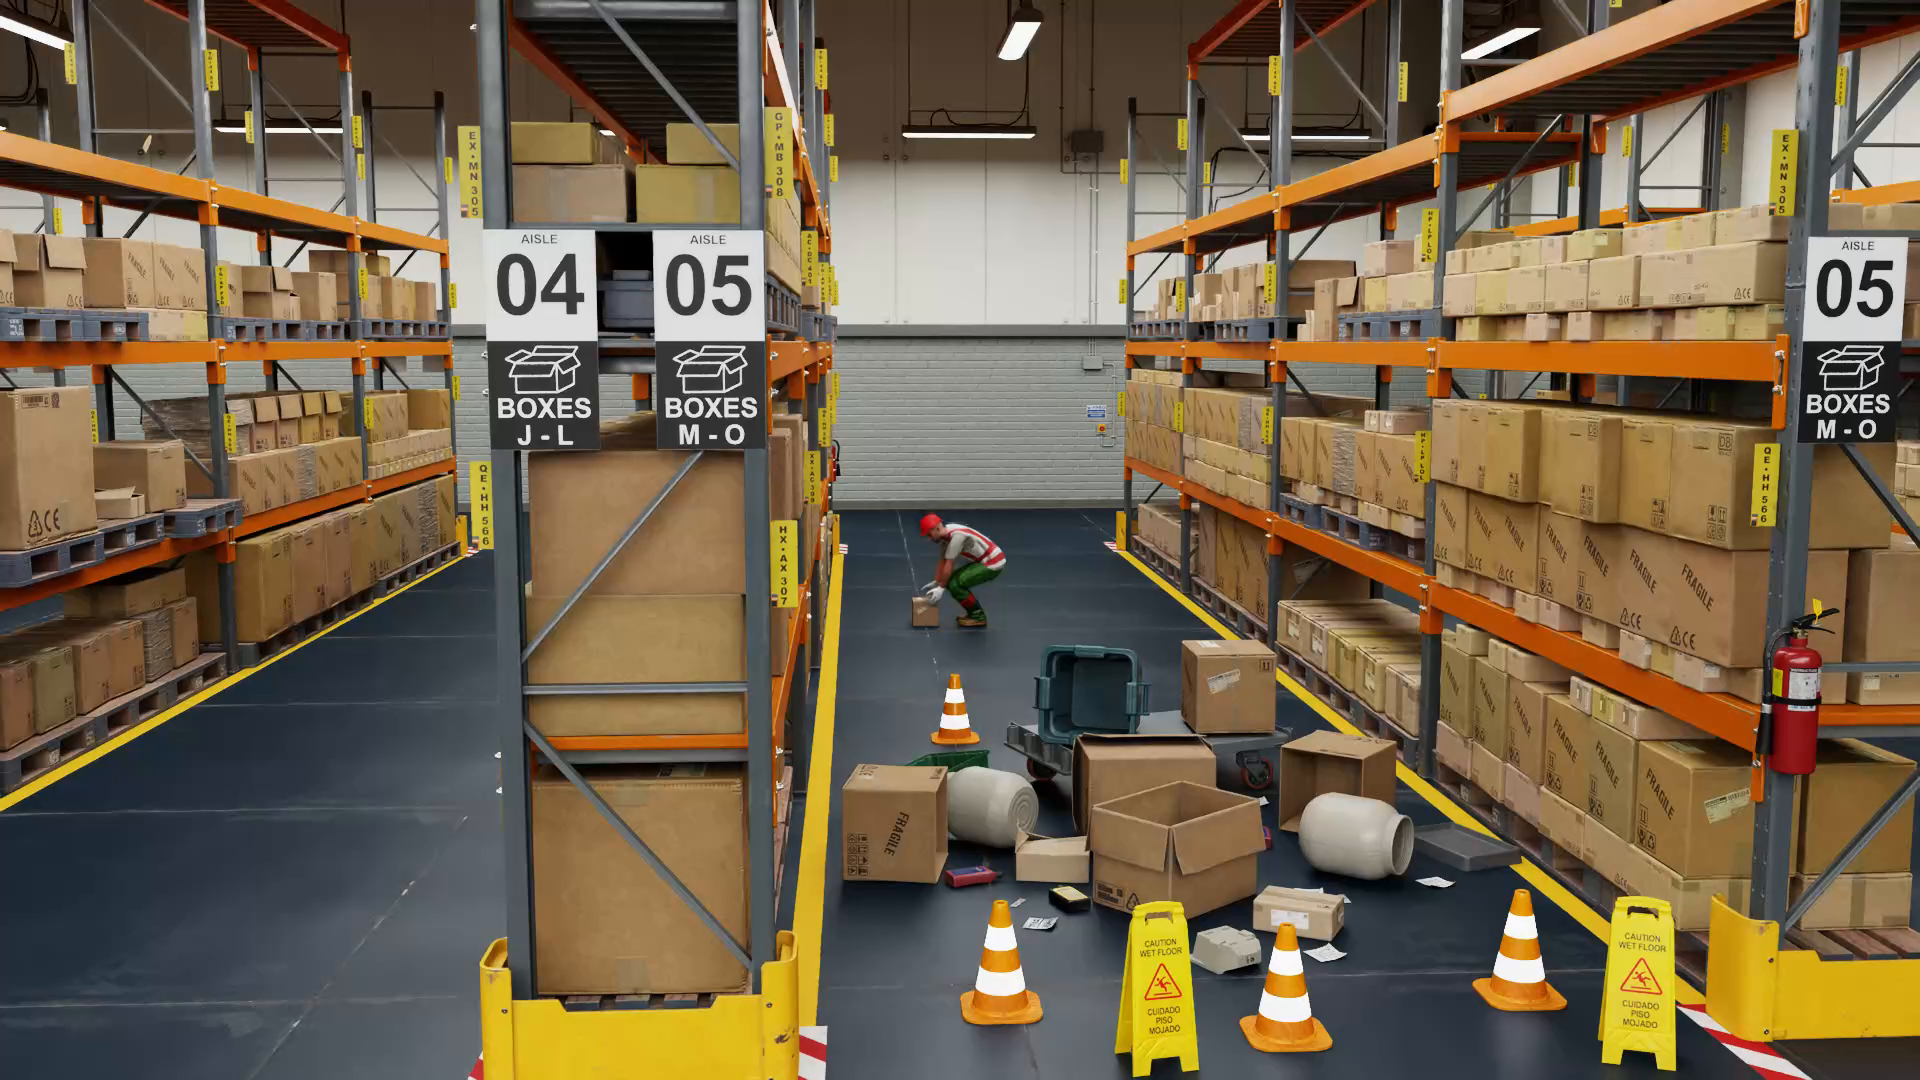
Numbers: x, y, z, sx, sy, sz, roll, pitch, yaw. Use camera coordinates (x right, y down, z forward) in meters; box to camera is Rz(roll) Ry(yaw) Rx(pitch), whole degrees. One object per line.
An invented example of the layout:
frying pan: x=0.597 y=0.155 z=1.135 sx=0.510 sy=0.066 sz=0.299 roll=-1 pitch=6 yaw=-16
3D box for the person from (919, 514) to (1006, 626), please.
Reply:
person: x=0.027 y=0.292 z=16.540 sx=0.863 sy=1.116 sz=0.581 roll=0 pitch=7 yaw=-4
